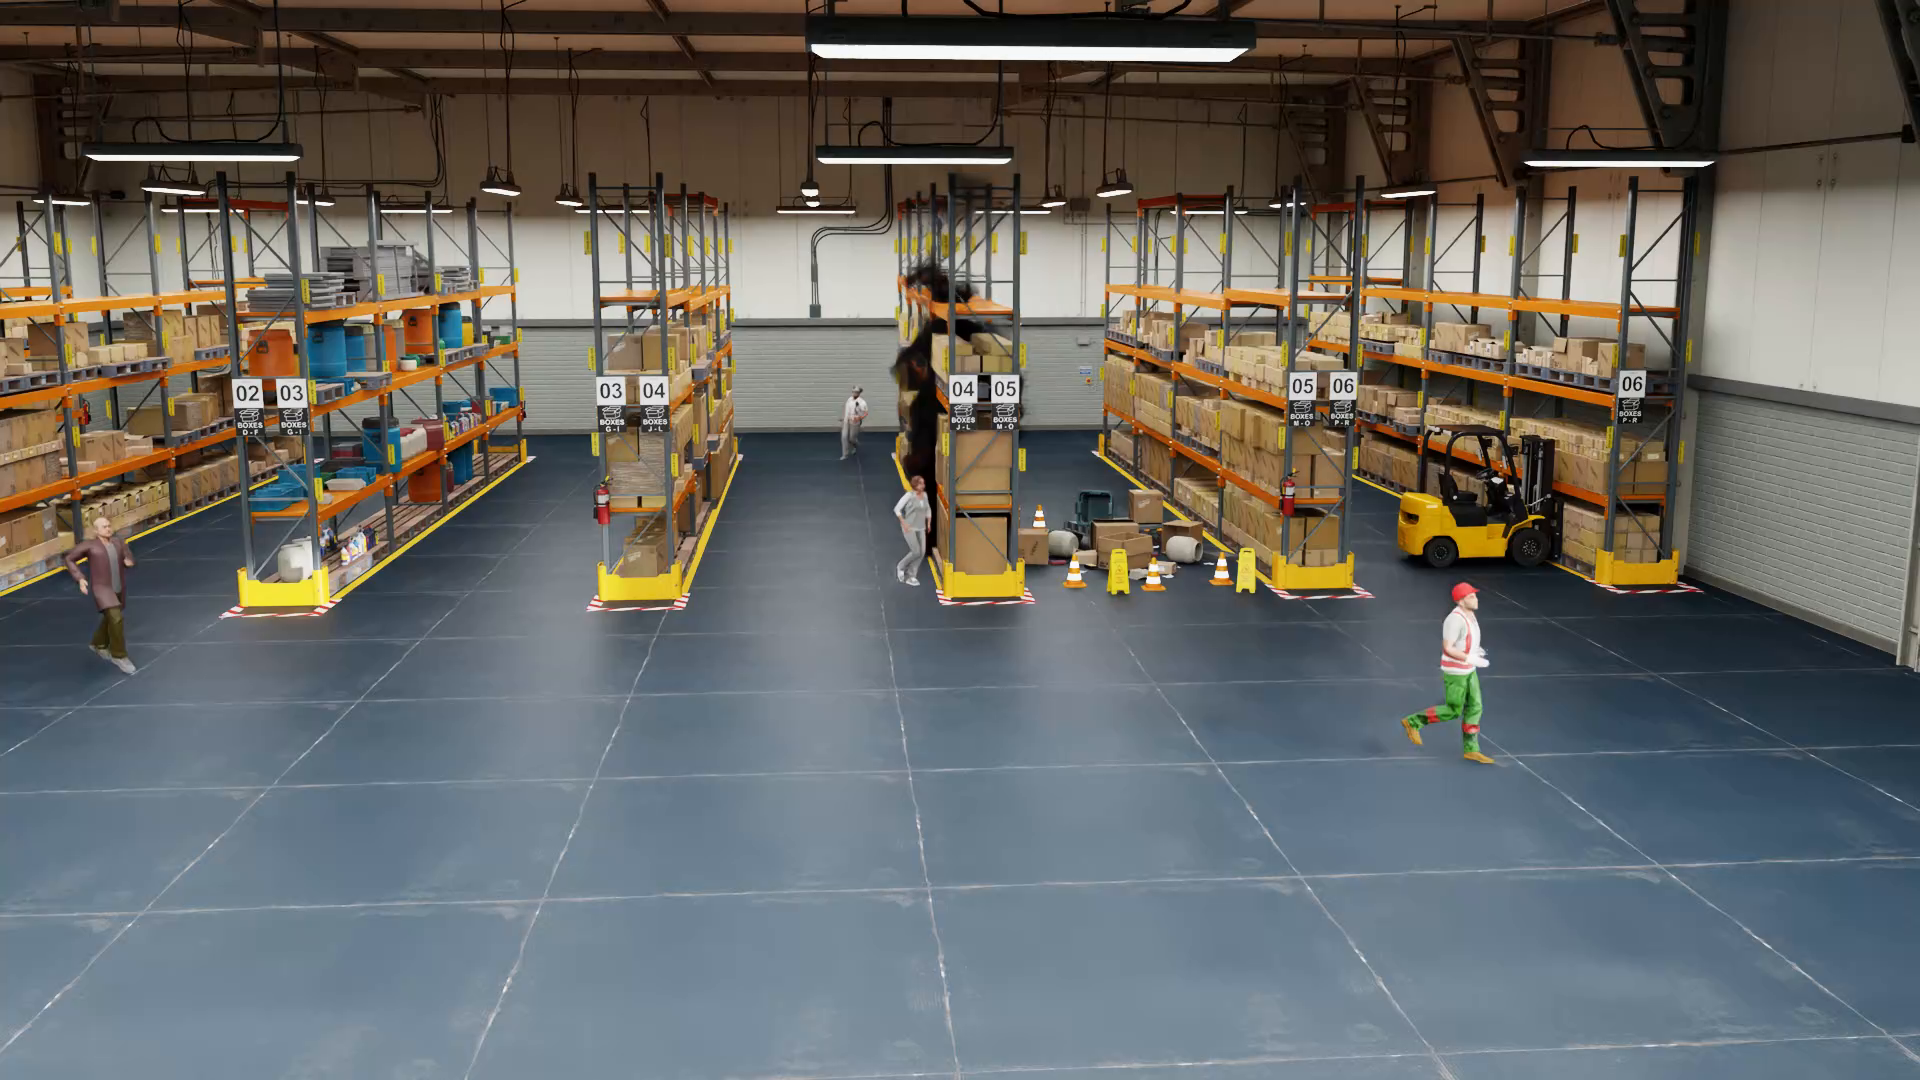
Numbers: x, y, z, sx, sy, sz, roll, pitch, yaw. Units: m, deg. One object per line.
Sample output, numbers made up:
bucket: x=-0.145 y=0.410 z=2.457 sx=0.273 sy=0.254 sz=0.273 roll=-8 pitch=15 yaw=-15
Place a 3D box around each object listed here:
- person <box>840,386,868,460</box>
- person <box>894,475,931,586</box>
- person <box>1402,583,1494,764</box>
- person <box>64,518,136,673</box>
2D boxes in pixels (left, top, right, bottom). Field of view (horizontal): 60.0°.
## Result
person: x=-2.541 y=-2.782 z=39.524 sx=0.712 sy=1.759 sz=0.714 roll=5 pitch=11 yaw=28
person: x=-0.647 y=-0.146 z=23.392 sx=0.586 sy=1.554 sz=0.471 roll=-9 pitch=13 yaw=-40
person: x=4.863 y=1.286 z=16.383 sx=0.886 sy=1.781 sz=0.664 roll=7 pitch=12 yaw=33
person: x=-10.211 y=0.637 z=19.918 sx=0.903 sy=1.832 sz=0.680 roll=4 pitch=11 yaw=23
